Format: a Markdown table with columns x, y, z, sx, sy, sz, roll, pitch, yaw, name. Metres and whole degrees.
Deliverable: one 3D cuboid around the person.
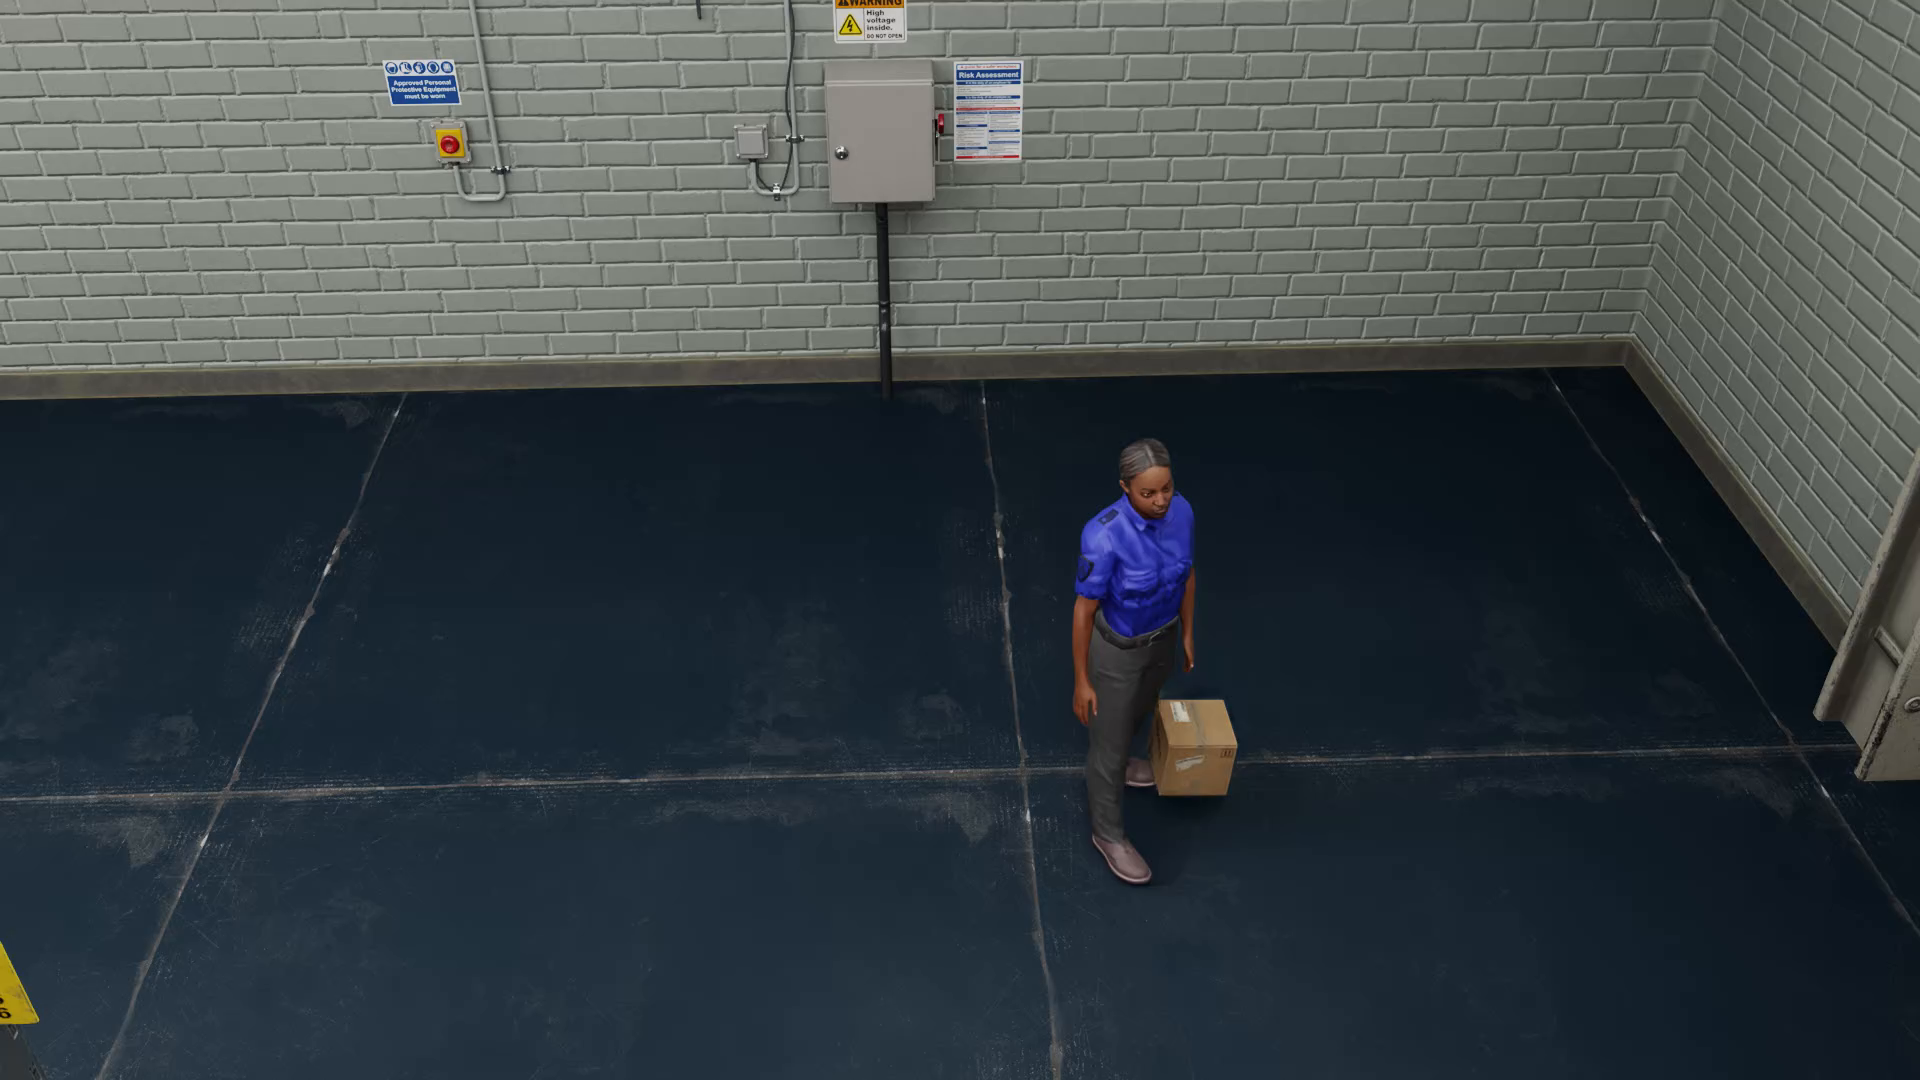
| x | y | z | sx | sy | sz | roll | pitch | yaw | name |
| --- | --- | --- | --- | --- | --- | --- | --- | --- | --- |
| 0.582 | 0.371 | 5.619 | 0.609 | 1.653 | 0.554 | -27 | 43 | -32 | person |
